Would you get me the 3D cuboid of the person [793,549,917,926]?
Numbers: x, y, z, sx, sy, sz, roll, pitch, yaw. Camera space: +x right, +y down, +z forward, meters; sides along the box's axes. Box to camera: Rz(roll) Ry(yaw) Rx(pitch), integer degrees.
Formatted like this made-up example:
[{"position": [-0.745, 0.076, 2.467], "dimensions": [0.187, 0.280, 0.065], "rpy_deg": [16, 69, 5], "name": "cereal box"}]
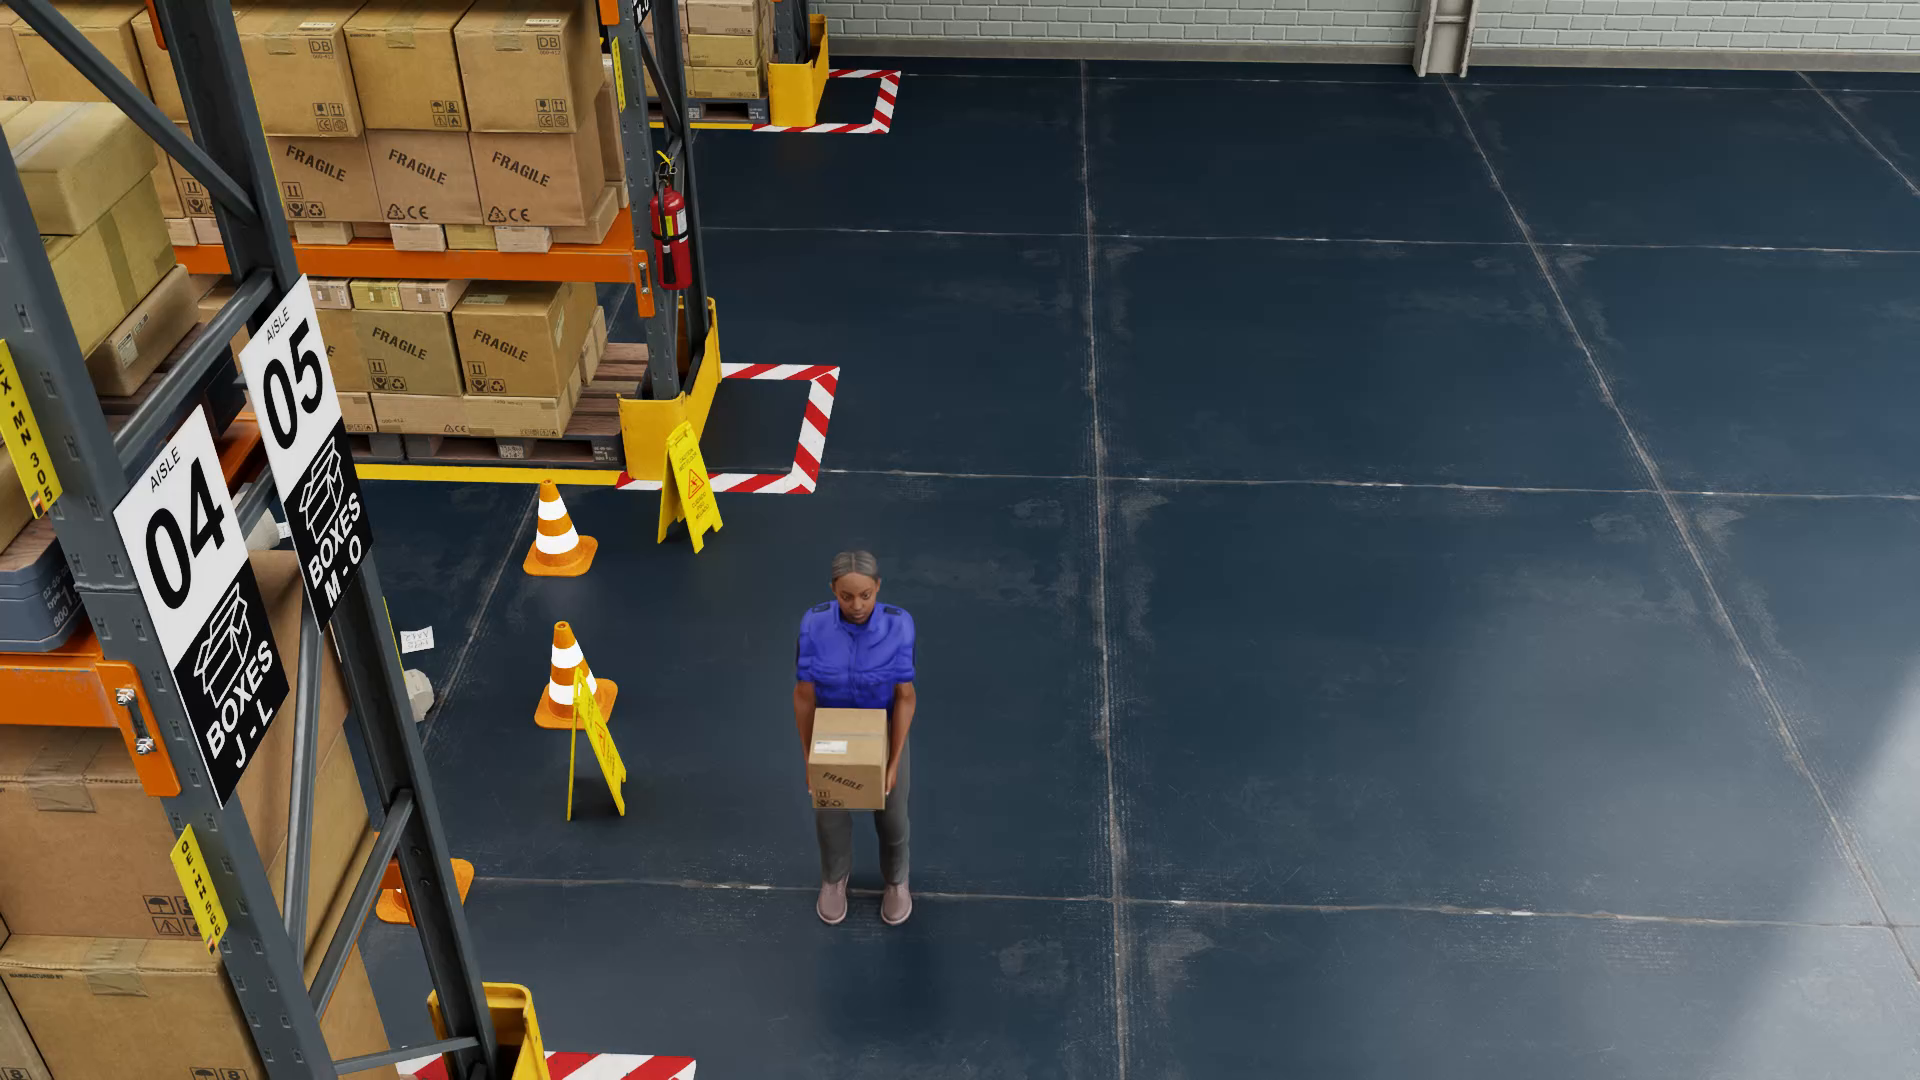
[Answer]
[{"position": [-0.375, 0.787, 6.039], "dimensions": [0.441, 1.656, 0.502], "rpy_deg": [1, 36, 2], "name": "person"}]
